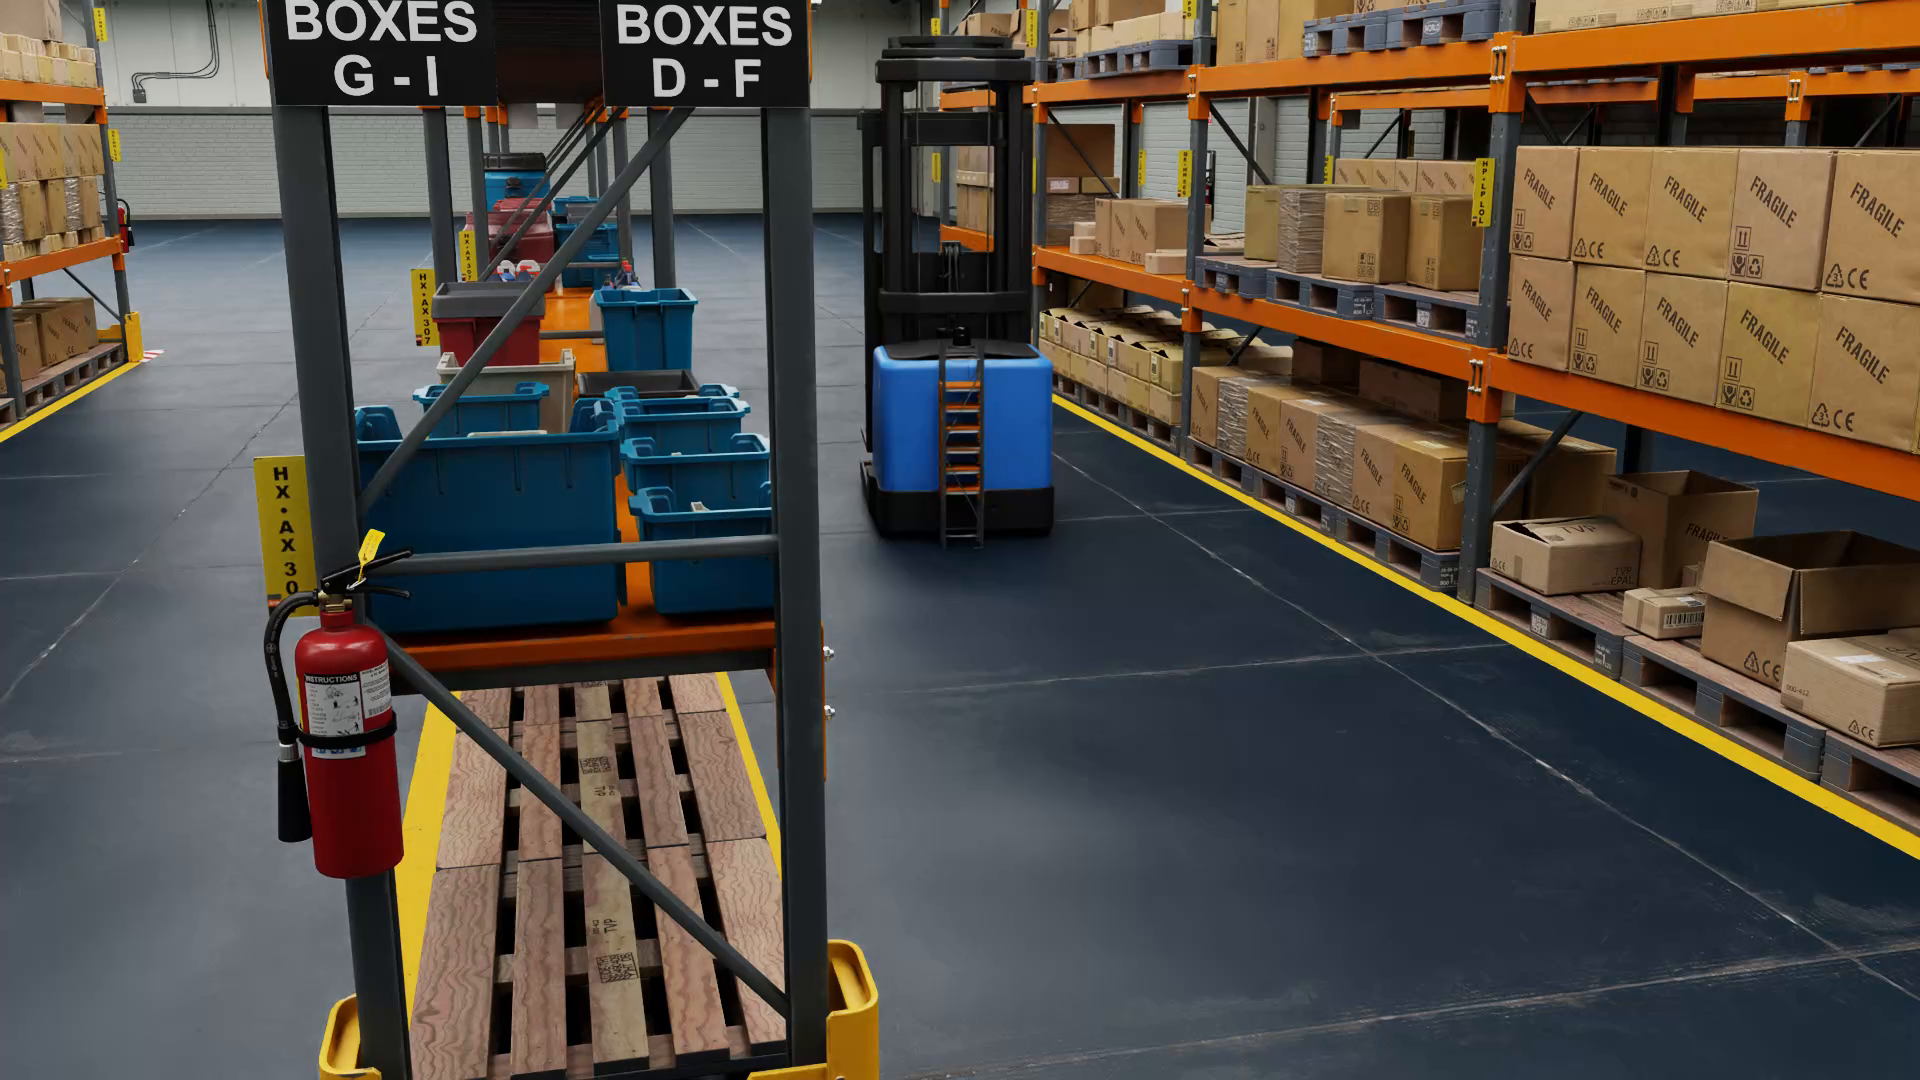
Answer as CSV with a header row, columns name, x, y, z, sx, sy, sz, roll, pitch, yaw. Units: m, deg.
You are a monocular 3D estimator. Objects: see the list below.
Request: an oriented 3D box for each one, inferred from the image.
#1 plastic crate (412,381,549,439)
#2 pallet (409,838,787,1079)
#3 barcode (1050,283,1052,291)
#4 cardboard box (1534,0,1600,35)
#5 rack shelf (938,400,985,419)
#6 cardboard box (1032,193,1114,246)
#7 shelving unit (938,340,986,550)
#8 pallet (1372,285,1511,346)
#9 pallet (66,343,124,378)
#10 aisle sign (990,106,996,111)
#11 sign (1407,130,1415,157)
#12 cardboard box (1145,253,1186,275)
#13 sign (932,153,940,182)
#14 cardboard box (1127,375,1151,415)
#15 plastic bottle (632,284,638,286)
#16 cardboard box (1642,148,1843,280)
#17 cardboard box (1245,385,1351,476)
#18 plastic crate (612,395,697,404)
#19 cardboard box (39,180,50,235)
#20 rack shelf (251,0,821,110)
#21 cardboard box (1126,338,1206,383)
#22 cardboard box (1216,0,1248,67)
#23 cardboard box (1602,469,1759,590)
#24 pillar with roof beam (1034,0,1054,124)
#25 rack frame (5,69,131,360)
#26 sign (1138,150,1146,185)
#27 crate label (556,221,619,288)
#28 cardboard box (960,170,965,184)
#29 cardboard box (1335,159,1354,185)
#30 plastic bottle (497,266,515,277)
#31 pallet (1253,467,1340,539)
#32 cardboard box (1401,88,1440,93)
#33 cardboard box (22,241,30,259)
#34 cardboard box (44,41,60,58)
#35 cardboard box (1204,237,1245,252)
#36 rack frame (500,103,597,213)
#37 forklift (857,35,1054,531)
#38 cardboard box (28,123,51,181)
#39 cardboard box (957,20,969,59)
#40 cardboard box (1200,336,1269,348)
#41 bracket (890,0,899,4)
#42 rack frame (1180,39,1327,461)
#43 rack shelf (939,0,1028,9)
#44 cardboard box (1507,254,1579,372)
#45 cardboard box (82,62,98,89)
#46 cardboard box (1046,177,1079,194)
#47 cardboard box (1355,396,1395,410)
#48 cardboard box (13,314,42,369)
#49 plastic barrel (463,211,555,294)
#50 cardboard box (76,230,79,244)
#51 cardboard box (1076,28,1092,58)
name,x,y,z,sx,sy,sz,roll,pitch,yaw
plastic crate,-1.527,-0.367,5.337,0.416,0.233,0.300,-3,14,-13
pallet,-0.951,1.202,4.562,1.003,0.211,1.213,-3,14,-13
barcode,0.857,-2.387,15.696,0.001,0.075,0.075,-3,14,-13
cardboard box,2.955,-2.417,7.494,0.500,0.250,0.500,-3,14,-13
rack shelf,0.008,-0.739,9.600,0.258,0.103,0.180,-1,14,-6
cardboard box,1.092,-3.154,16.307,0.700,0.500,0.500,-4,14,-15
shelving unit,0.008,-0.549,9.647,0.258,1.200,0.189,-1,14,-6
pallet,3.000,-1.255,9.150,1.003,0.211,1.213,-3,14,-13
pallet,-9.193,-1.814,16.906,1.003,0.211,1.213,-3,14,-13
aisle sign,0.533,-5.221,19.499,0.394,0.787,0.004,-3,14,-13
sign,5.621,-4.946,20.745,0.100,0.325,0.005,-3,14,-13
cardboard box,1.662,-2.151,12.940,0.380,0.149,0.250,-3,14,-13
sign,-0.278,-4.356,19.445,0.100,0.325,0.005,-3,14,-13
cardboard box,1.657,-1.176,13.328,0.500,0.250,0.500,-3,14,-14
plastic bottle,-1.746,-1.244,8.969,0.097,0.271,0.097,0,14,0
cardboard box,3.160,-1.330,6.735,0.500,0.500,0.500,-4,14,-15
cardboard box,2.212,-0.723,10.906,0.500,0.500,0.500,-3,14,-14
plastic crate,-1.033,-0.399,5.669,0.293,0.136,0.466,-3,14,-13
cardboard box,-8.772,-2.980,14.966,0.875,0.500,0.500,-3,14,-13
rack shelf,-1.265,-1.529,5.062,1.077,0.370,4.000,-3,14,-13
cardboard box,1.651,-1.448,13.262,0.500,0.311,0.500,-4,14,-14
cardboard box,2.277,-3.488,11.352,0.910,0.500,0.500,-3,14,-13
cardboard box,3.491,-0.042,8.119,0.500,0.500,0.500,-3,14,-13
pillar with roof beam,-2.330,-10.917,35.651,9.100,9.000,0.400,-3,14,-13
rack frame,-9.367,-3.375,17.422,1.000,3.000,0.127,-3,14,-13
sign,1.727,-3.560,15.906,0.100,0.325,0.005,-3,14,-13
crate label,-2.644,-2.067,11.994,0.502,0.435,0.616,-3,14,-13
cardboard box,0.210,-4.127,18.921,0.380,0.149,0.250,-4,14,-15
cardboard box,4.897,-4.378,20.219,0.500,0.500,0.500,-3,14,-13
plastic bottle,-2.778,-1.521,10.093,0.152,0.276,0.135,-3,14,-13
pallet,2.563,-0.271,10.592,1.003,0.211,1.213,-3,14,-13
cardboard box,5.276,-5.260,18.563,0.500,0.500,0.500,-2,14,-10
cardboard box,-8.318,-2.511,14.415,0.380,0.149,0.250,-3,14,-13
cardboard box,-8.700,-4.606,15.615,0.380,0.149,0.250,-4,14,-16
cardboard box,2.099,-2.124,12.488,0.500,0.311,0.500,-2,14,-10
rack frame,-4.553,-3.651,18.552,1.000,3.000,0.127,-3,14,-13
forklift,-0.105,-1.772,11.005,1.130,2.935,3.031,-1,14,-6
cardboard box,-8.522,-3.480,14.906,0.500,0.500,0.500,-3,14,-13
cardboard box,0.394,-5.573,18.700,0.797,0.503,0.637,-2,14,-9
cardboard box,2.173,-1.480,13.390,0.500,0.311,0.500,-4,14,-15
bracket,-1.963,-16.297,50.086,0.235,0.232,0.430,-3,14,-13
rack frame,2.142,-2.081,12.124,1.000,3.000,0.127,-3,14,-13
rack shelf,0.732,-5.836,17.211,1.077,0.370,4.000,-3,14,-13
cardboard box,2.936,-1.074,7.792,0.500,0.500,0.500,-3,14,-12
cardboard box,-9.007,-4.662,16.686,0.500,0.250,0.500,-3,14,-12
cardboard box,0.930,-3.418,16.021,0.380,0.149,0.250,-3,14,-13
cardboard box,2.840,-0.638,10.556,0.500,0.500,0.500,-4,14,-15
cardboard box,-8.847,-1.807,15.386,0.500,0.500,0.500,-5,14,-18
plastic barrel,-3.078,-1.962,11.351,0.600,0.536,0.708,-3,14,-13
cardboard box,-8.871,-2.968,16.284,0.380,0.149,0.250,-3,14,-13
cardboard box,1.338,-4.449,14.929,0.500,0.250,0.500,-2,14,-7
